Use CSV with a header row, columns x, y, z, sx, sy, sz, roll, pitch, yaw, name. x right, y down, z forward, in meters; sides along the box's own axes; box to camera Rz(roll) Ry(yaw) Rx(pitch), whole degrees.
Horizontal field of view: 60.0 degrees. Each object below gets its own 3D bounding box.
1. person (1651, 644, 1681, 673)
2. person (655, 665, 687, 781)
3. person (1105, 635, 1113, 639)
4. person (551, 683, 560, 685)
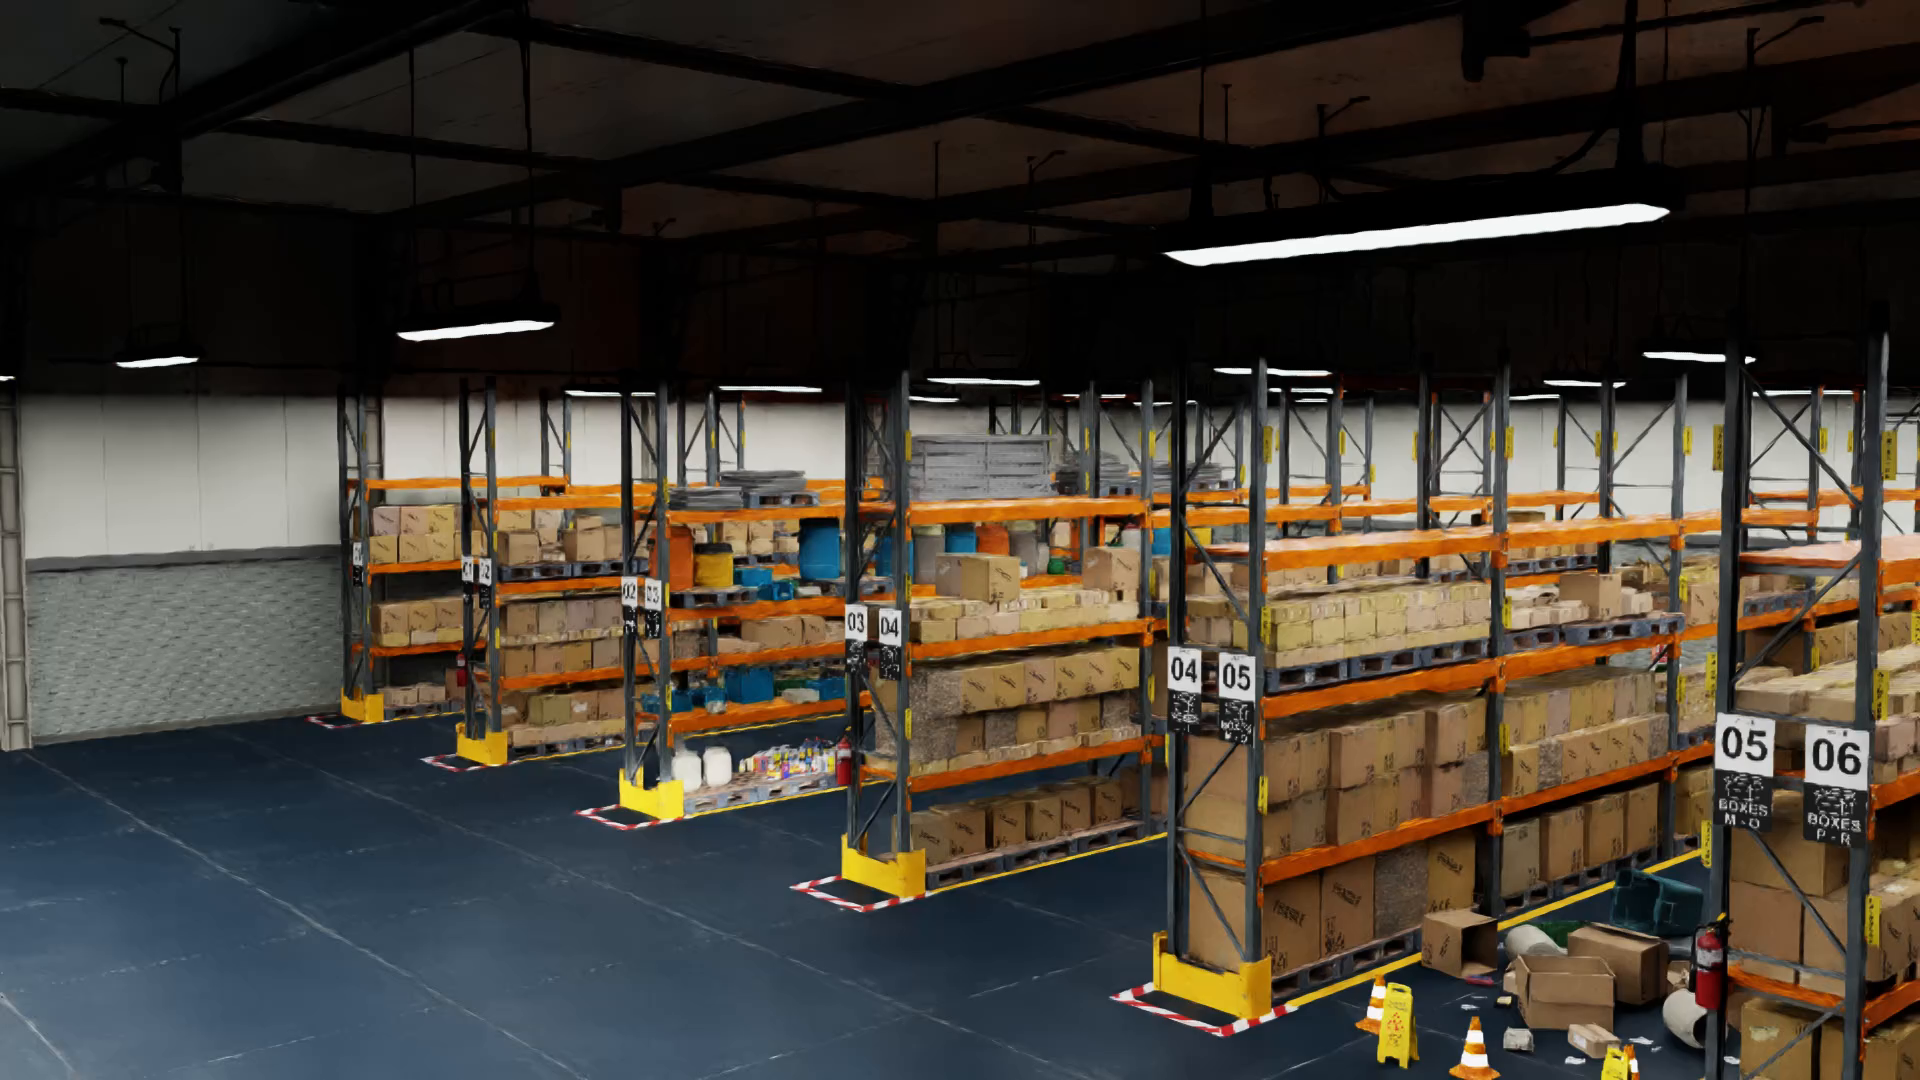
x,y,z,sx,sy,sz,roll,pitch,yaw,name
12.963,2.262,30.436,0.722,1.781,0.567,0,4,-2,person
-4.279,2.719,24.798,0.528,1.711,0.477,0,4,-7,person
2.919,2.189,31.843,0.446,1.770,0.569,1,4,22,person
-7.501,2.359,30.603,0.407,1.594,0.458,1,4,20,person
